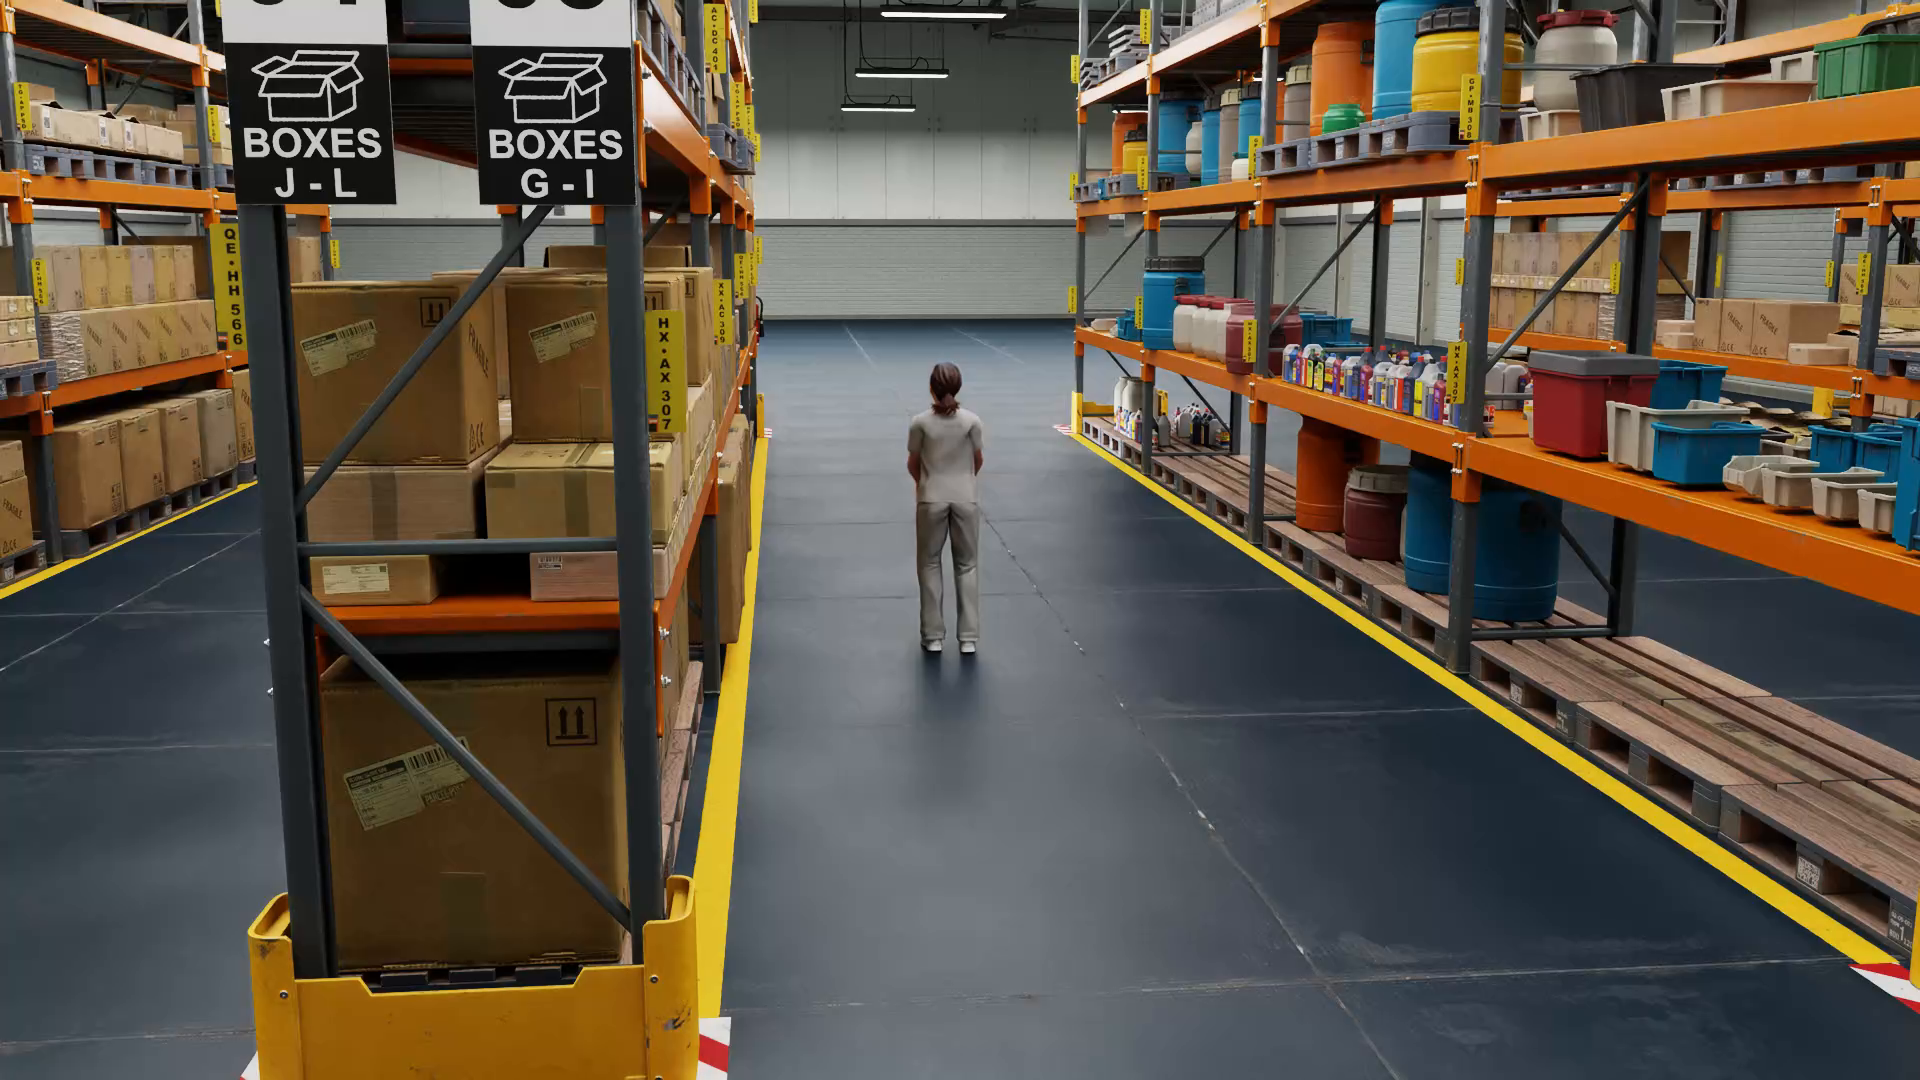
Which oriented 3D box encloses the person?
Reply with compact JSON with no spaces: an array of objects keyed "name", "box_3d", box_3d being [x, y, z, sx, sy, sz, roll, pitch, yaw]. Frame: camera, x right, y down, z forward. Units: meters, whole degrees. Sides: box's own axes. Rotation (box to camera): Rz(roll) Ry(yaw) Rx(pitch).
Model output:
[{"name":"person","box_3d":[-0.087,-0.194,9.520,0.442,1.667,0.549,-1,10,-6]}]
